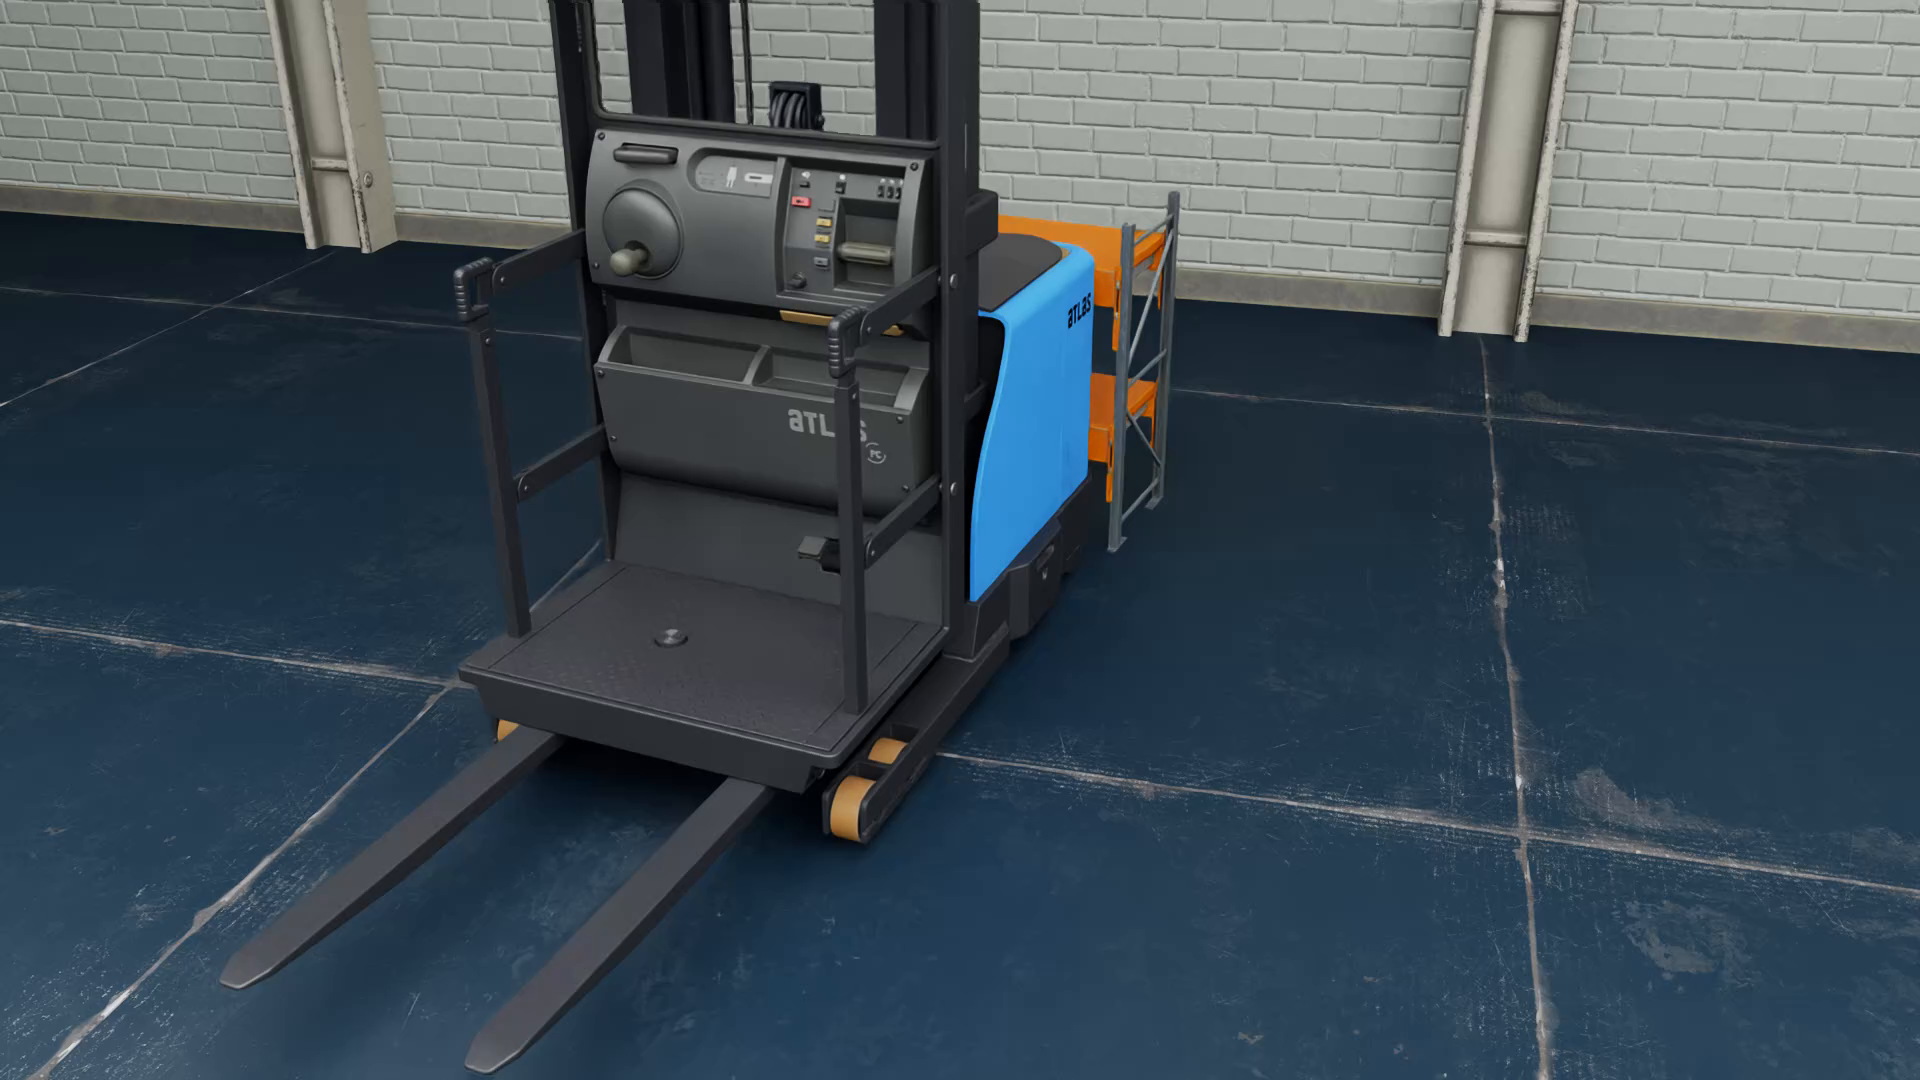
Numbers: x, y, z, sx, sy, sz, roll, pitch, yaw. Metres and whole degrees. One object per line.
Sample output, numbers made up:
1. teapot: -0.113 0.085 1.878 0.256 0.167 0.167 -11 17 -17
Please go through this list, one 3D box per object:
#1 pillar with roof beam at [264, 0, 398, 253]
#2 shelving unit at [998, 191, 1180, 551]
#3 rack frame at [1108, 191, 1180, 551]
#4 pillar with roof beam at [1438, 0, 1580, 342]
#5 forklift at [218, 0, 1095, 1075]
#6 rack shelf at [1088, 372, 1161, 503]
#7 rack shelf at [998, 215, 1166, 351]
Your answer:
1. pillar with roof beam: -4.423 -3.910 3.495 0.400 9.000 9.100 6 26 13
2. shelving unit: 0.162 -0.662 5.831 1.048 1.125 0.538 11 28 22
3. rack frame: 0.624 -0.570 5.638 0.032 1.125 0.500 11 28 22
4. pillar with roof beam: 1.388 -3.268 2.145 0.400 9.000 9.100 6 26 13
5. forklift: -0.605 -0.774 3.965 1.130 2.935 3.031 10 27 21
6. rack shelf: 0.162 -0.441 5.936 1.000 0.278 0.538 11 28 22
7. rack shelf: 0.162 -0.926 5.705 1.000 0.278 0.538 11 28 22
